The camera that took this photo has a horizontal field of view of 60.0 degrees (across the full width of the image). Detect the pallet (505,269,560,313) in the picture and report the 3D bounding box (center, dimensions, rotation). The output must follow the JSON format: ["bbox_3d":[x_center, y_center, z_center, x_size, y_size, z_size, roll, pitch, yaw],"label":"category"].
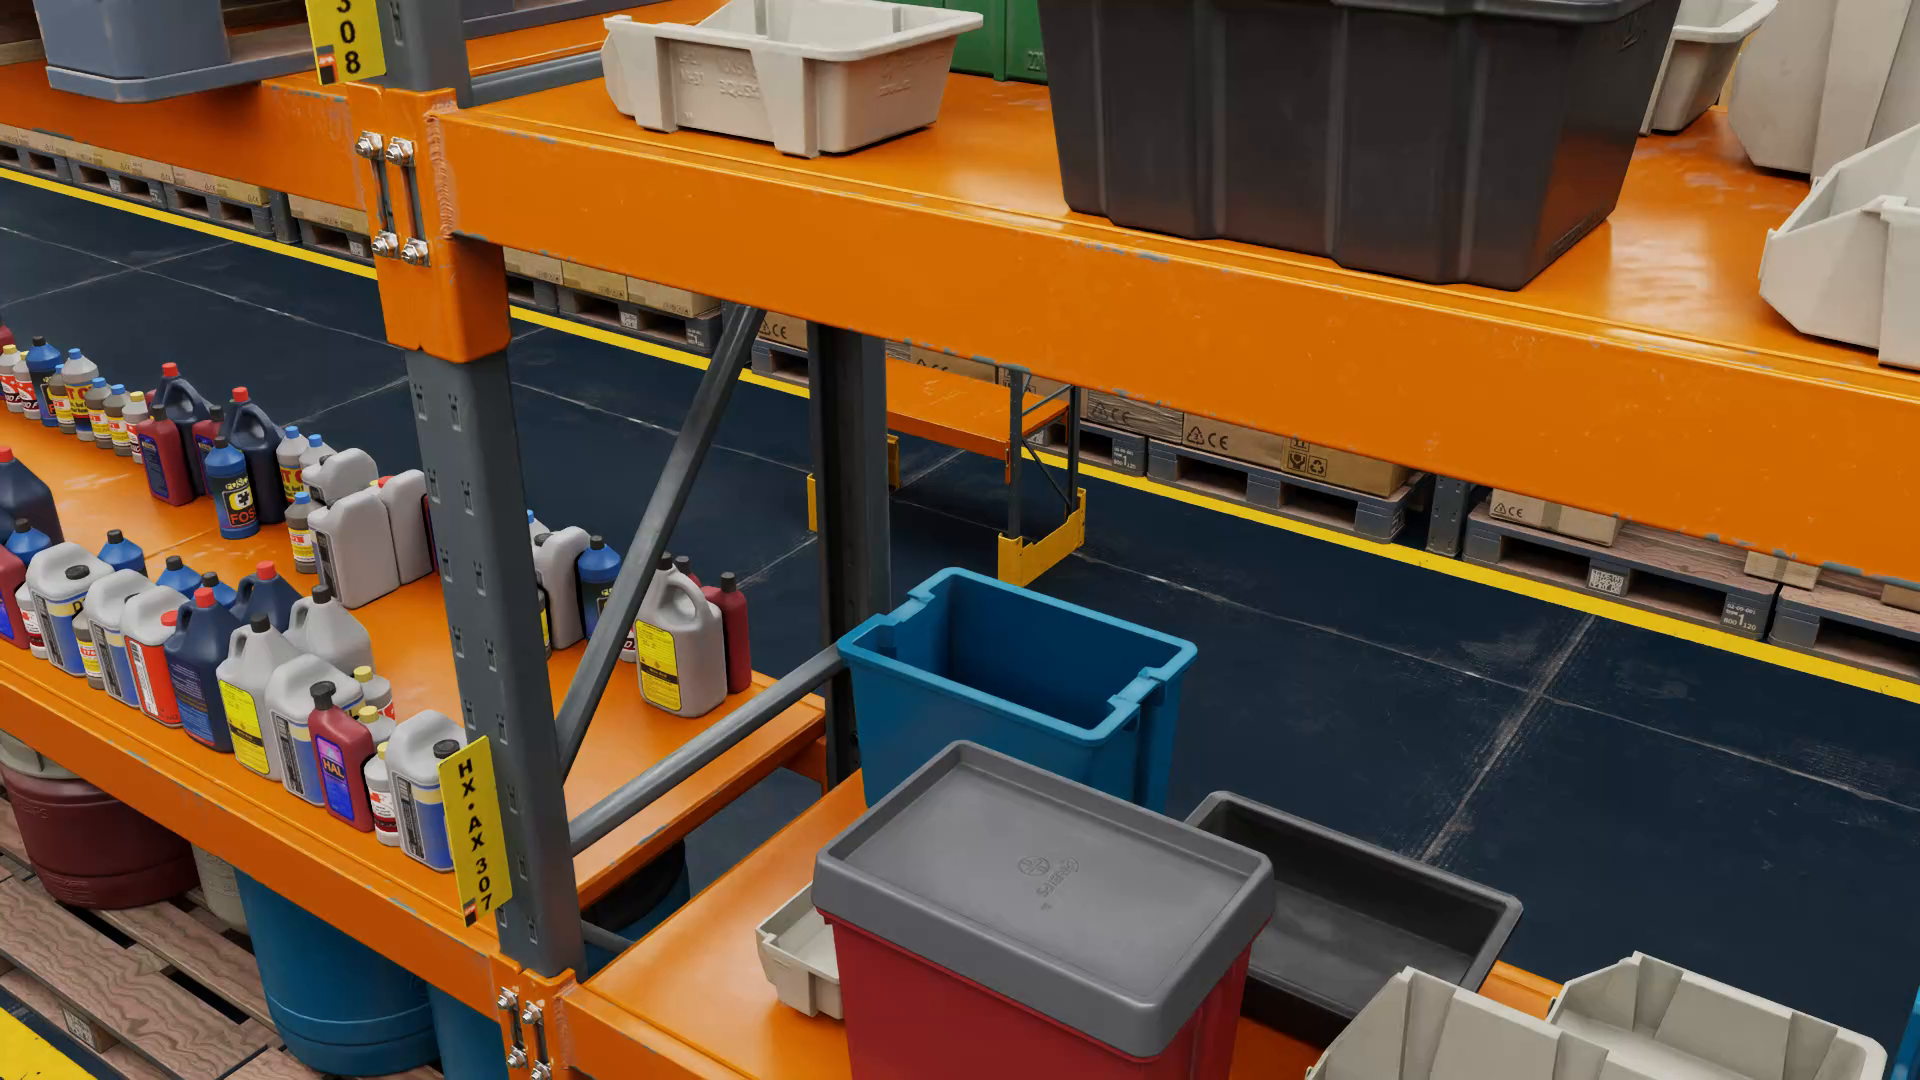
[{"bbox_3d":[-2.621,-1.781,10.516,1.213,0.211,1.003,17,32,30],"label":"pallet"}]

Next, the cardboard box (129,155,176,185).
[{"bbox_3d":[-5.593,-2.765,11.944,0.500,0.250,0.500,17,32,30],"label":"cardboard box"}]

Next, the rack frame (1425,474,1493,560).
[{"bbox_3d":[2.334,-1.457,6.805,0.127,3.000,1.000,17,32,30],"label":"rack frame"}]

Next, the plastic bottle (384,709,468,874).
[{"bbox_3d":[-0.981,0.469,3.157,0.135,0.276,0.152,17,32,30],"label":"plastic bottle"}]

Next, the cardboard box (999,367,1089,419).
[{"bbox_3d":[0.529,-0.947,8.074,0.500,0.500,0.500,16,31,29],"label":"cardboard box"}]

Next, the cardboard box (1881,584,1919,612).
[{"bbox_3d":[3.886,-0.060,6.327,0.637,0.503,0.797,17,32,30],"label":"cardboard box"}]

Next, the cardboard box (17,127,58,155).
[{"bbox_3d":[-6.827,-3.152,12.705,0.500,0.250,0.500,17,32,30],"label":"cardboard box"}]

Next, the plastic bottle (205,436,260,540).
[{"bbox_3d":[-1.916,-0.143,4.366,0.097,0.271,0.097,0,27,0],"label":"plastic bottle"}]

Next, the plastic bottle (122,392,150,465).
[{"bbox_3d":[-2.359,-0.329,4.809,0.097,0.201,0.097,0,27,0],"label":"plastic bottle"}]

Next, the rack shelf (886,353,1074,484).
[{"bbox_3d":[-0.070,-0.530,7.034,1.000,0.185,0.538,17,32,30],"label":"rack shelf"}]

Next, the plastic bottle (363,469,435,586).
[{"bbox_3d":[-1.402,-0.049,4.177,0.135,0.276,0.152,17,32,30],"label":"plastic bottle"}]

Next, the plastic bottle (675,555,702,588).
[{"bbox_3d":[-0.644,0.158,3.760,0.133,0.283,0.061,17,32,30],"label":"plastic bottle"}]

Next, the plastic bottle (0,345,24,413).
[{"bbox_3d":[-2.920,-0.504,5.153,0.097,0.201,0.097,0,27,0],"label":"plastic bottle"}]

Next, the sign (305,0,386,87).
[{"bbox_3d":[-0.786,-0.741,2.082,0.005,0.325,0.100,17,32,30],"label":"sign"}]

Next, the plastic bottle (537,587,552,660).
[{"bbox_3d":[-0.996,0.179,3.810,0.097,0.201,0.097,0,27,0],"label":"plastic bottle"}]

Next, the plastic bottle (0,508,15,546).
[{"bbox_3d":[-2.324,0.020,3.958,0.185,0.351,0.144,17,32,30],"label":"plastic bottle"}]

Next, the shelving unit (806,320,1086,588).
[{"bbox_3d":[-0.063,-0.688,6.948,1.083,1.500,0.587,17,32,30],"label":"shelving unit"}]

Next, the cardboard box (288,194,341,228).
[{"bbox_3d":[-4.068,-2.276,10.984,0.500,0.250,0.500,16,31,29],"label":"cardboard box"}]

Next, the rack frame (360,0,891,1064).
[{"bbox_3d":[-0.475,0.396,3.166,0.053,2.616,0.949,17,32,30],"label":"rack frame"}]

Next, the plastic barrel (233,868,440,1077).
[{"bbox_3d":[-1.496,0.814,4.193,0.708,0.901,0.600,17,32,30],"label":"plastic barrel"}]

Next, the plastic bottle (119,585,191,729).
[{"bbox_3d":[-1.698,0.246,3.596,0.135,0.276,0.152,17,32,30],"label":"plastic bottle"}]

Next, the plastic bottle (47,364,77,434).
[{"bbox_3d":[-2.680,-0.429,5.005,0.097,0.201,0.097,0,27,0],"label":"plastic bottle"}]

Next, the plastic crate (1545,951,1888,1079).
[{"bbox_3d":[1.132,0.820,2.556,0.466,0.136,0.293,17,32,30],"label":"plastic crate"}]

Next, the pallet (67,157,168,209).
[{"bbox_3d":[-5.902,-2.801,12.521,1.213,0.211,1.003,17,32,30],"label":"pallet"}]

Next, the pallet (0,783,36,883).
[{"bbox_3d":[-3.097,0.797,5.452,1.213,0.211,1.003,17,32,30],"label":"pallet"}]

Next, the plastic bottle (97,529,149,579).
[{"bbox_3d":[-1.945,0.102,3.883,0.097,0.271,0.097,0,27,0],"label":"plastic bottle"}]

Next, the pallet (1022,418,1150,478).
[{"bbox_3d":[0.633,-0.721,8.435,1.213,0.211,1.003,17,32,30],"label":"pallet"}]

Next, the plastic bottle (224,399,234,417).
[{"bbox_3d":[-1.991,-0.261,4.585,0.133,0.283,0.061,17,32,30],"label":"plastic bottle"}]

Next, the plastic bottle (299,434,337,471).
[{"bbox_3d":[-1.673,-0.147,4.373,0.097,0.271,0.097,0,27,0],"label":"plastic bottle"}]

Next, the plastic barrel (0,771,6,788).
[{"bbox_3d":[-2.841,0.520,5.202,0.421,0.512,0.421,0,27,0],"label":"plastic barrel"}]

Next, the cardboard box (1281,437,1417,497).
[{"bbox_3d":[1.765,-0.558,7.311,0.500,0.500,0.500,17,32,30],"label":"cardboard box"}]

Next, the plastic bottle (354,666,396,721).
[{"bbox_3d":[-1.227,0.357,3.460,0.097,0.201,0.097,0,27,0],"label":"plastic bottle"}]

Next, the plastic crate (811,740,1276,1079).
[{"bbox_3d":[0.121,0.662,2.505,0.583,0.464,0.402,17,32,30],"label":"plastic crate"}]

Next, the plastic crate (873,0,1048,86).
[{"bbox_3d":[0.047,-0.852,2.544,0.662,0.188,0.450,17,32,30],"label":"plastic crate"}]

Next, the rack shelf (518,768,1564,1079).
[{"bbox_3d":[1.175,1.229,2.322,4.000,0.370,1.077,17,32,30],"label":"rack shelf"}]

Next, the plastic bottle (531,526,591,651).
[{"bbox_3d":[-0.941,0.094,3.894,0.135,0.276,0.152,17,32,30],"label":"plastic bottle"}]

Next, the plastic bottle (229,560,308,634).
[{"bbox_3d":[-1.487,0.201,3.602,0.185,0.351,0.144,17,32,30],"label":"plastic bottle"}]

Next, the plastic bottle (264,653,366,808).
[{"bbox_3d":[-1.282,0.375,3.342,0.135,0.276,0.152,17,32,30],"label":"plastic bottle"}]

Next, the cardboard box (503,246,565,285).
[{"bbox_3d":[-2.374,-1.751,9.951,0.500,0.250,0.500,18,32,31],"label":"cardboard box"}]

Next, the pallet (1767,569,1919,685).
[{"bbox_3d":[3.910,0.276,6.475,1.213,0.211,1.003,17,32,30],"label":"pallet"}]

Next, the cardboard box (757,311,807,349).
[{"bbox_3d":[-0.749,-1.342,8.851,0.500,0.500,0.500,19,32,32],"label":"cardboard box"}]

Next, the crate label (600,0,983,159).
[{"bbox_3d":[-0.233,-0.591,2.088,0.466,0.136,0.293,17,32,30],"label":"crate label"}]

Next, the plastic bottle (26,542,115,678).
[{"bbox_3d":[-2.000,0.152,3.781,0.135,0.276,0.152,17,32,30],"label":"plastic bottle"}]
